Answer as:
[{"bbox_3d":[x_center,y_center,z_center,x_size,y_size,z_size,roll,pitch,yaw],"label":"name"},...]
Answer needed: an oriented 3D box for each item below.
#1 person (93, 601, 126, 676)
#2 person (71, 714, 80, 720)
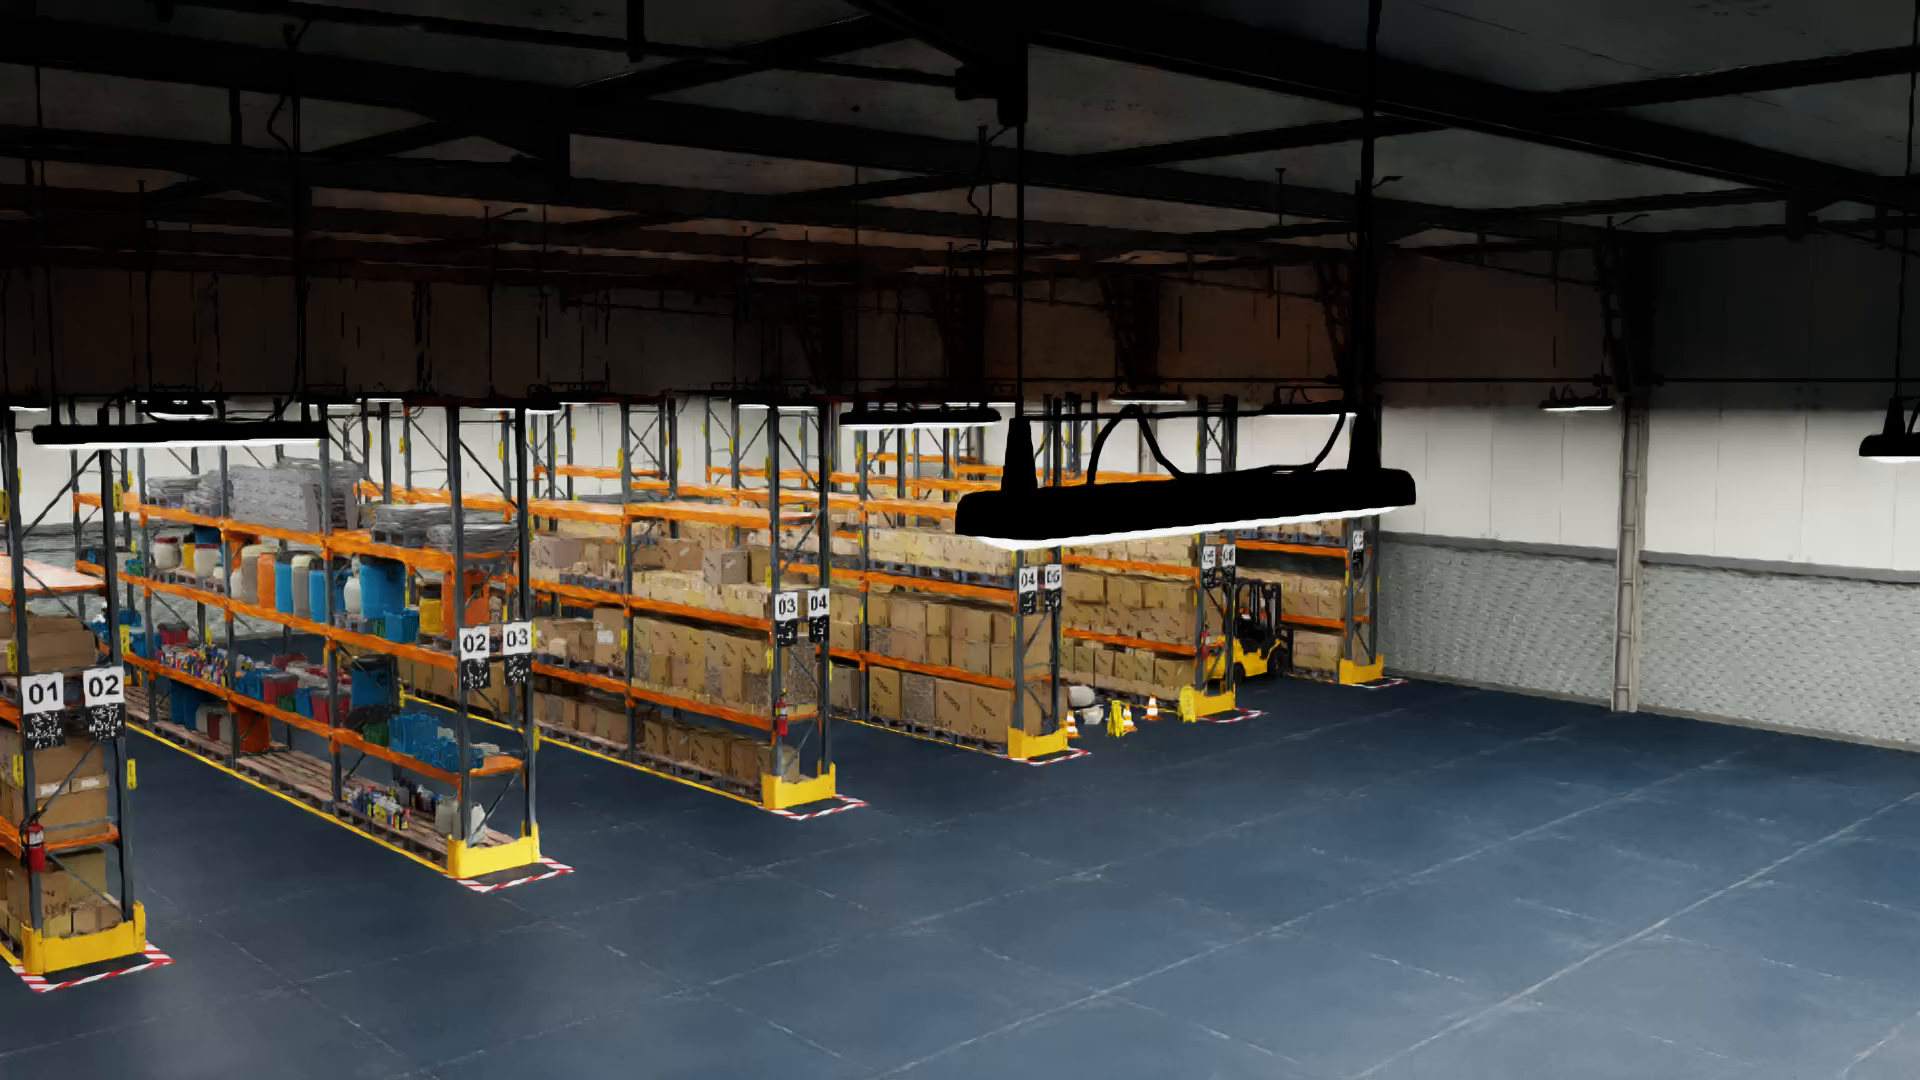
[{"bbox_3d":[-17.773,2.127,34.641,0.962,1.742,0.610,2,6,24],"label":"person"},{"bbox_3d":[-15.267,2.808,28.249,0.458,1.594,0.407,2,6,19],"label":"person"}]
